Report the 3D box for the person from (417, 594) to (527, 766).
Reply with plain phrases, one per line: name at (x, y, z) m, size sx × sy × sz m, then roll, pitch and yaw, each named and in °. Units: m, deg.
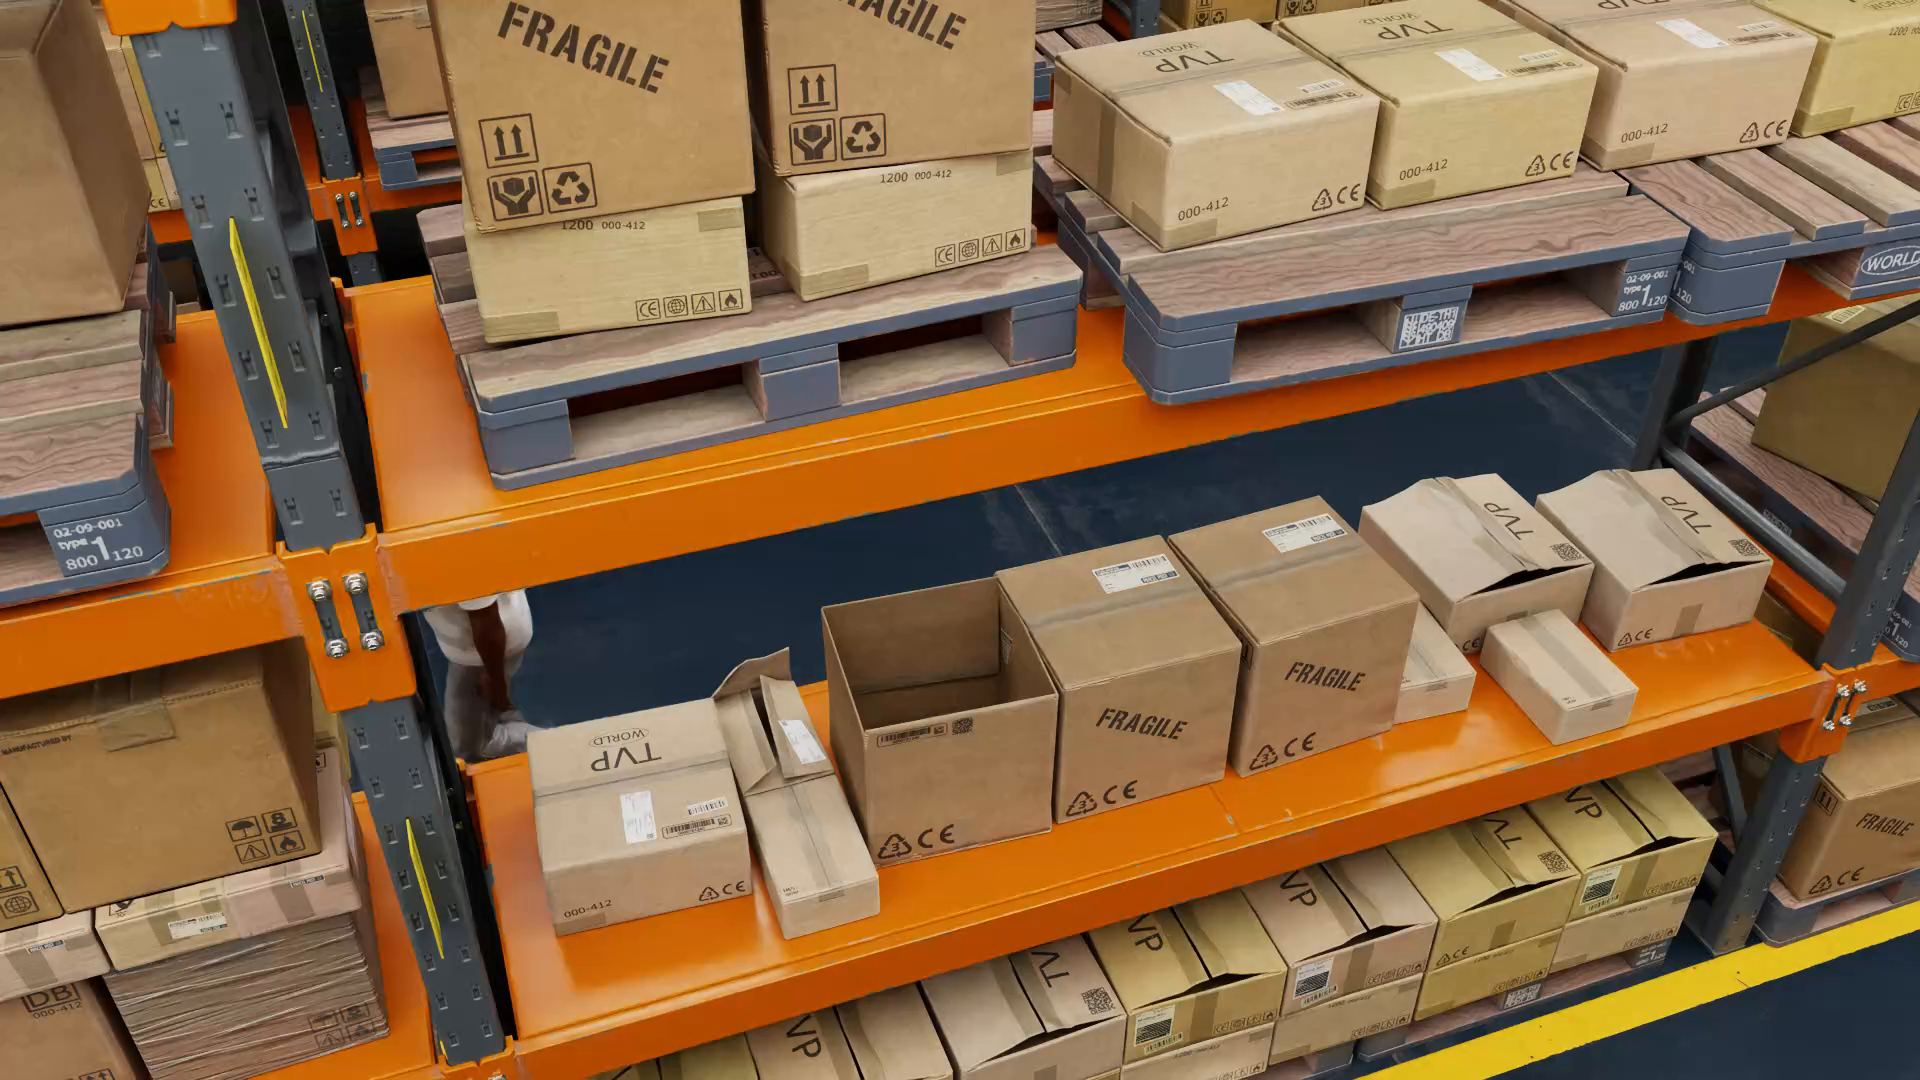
person at (-1.737, 0.334, 5.679) m, size 0.463 × 1.779 × 0.585 m, roll -11°, pitch 39°, yaw -13°
